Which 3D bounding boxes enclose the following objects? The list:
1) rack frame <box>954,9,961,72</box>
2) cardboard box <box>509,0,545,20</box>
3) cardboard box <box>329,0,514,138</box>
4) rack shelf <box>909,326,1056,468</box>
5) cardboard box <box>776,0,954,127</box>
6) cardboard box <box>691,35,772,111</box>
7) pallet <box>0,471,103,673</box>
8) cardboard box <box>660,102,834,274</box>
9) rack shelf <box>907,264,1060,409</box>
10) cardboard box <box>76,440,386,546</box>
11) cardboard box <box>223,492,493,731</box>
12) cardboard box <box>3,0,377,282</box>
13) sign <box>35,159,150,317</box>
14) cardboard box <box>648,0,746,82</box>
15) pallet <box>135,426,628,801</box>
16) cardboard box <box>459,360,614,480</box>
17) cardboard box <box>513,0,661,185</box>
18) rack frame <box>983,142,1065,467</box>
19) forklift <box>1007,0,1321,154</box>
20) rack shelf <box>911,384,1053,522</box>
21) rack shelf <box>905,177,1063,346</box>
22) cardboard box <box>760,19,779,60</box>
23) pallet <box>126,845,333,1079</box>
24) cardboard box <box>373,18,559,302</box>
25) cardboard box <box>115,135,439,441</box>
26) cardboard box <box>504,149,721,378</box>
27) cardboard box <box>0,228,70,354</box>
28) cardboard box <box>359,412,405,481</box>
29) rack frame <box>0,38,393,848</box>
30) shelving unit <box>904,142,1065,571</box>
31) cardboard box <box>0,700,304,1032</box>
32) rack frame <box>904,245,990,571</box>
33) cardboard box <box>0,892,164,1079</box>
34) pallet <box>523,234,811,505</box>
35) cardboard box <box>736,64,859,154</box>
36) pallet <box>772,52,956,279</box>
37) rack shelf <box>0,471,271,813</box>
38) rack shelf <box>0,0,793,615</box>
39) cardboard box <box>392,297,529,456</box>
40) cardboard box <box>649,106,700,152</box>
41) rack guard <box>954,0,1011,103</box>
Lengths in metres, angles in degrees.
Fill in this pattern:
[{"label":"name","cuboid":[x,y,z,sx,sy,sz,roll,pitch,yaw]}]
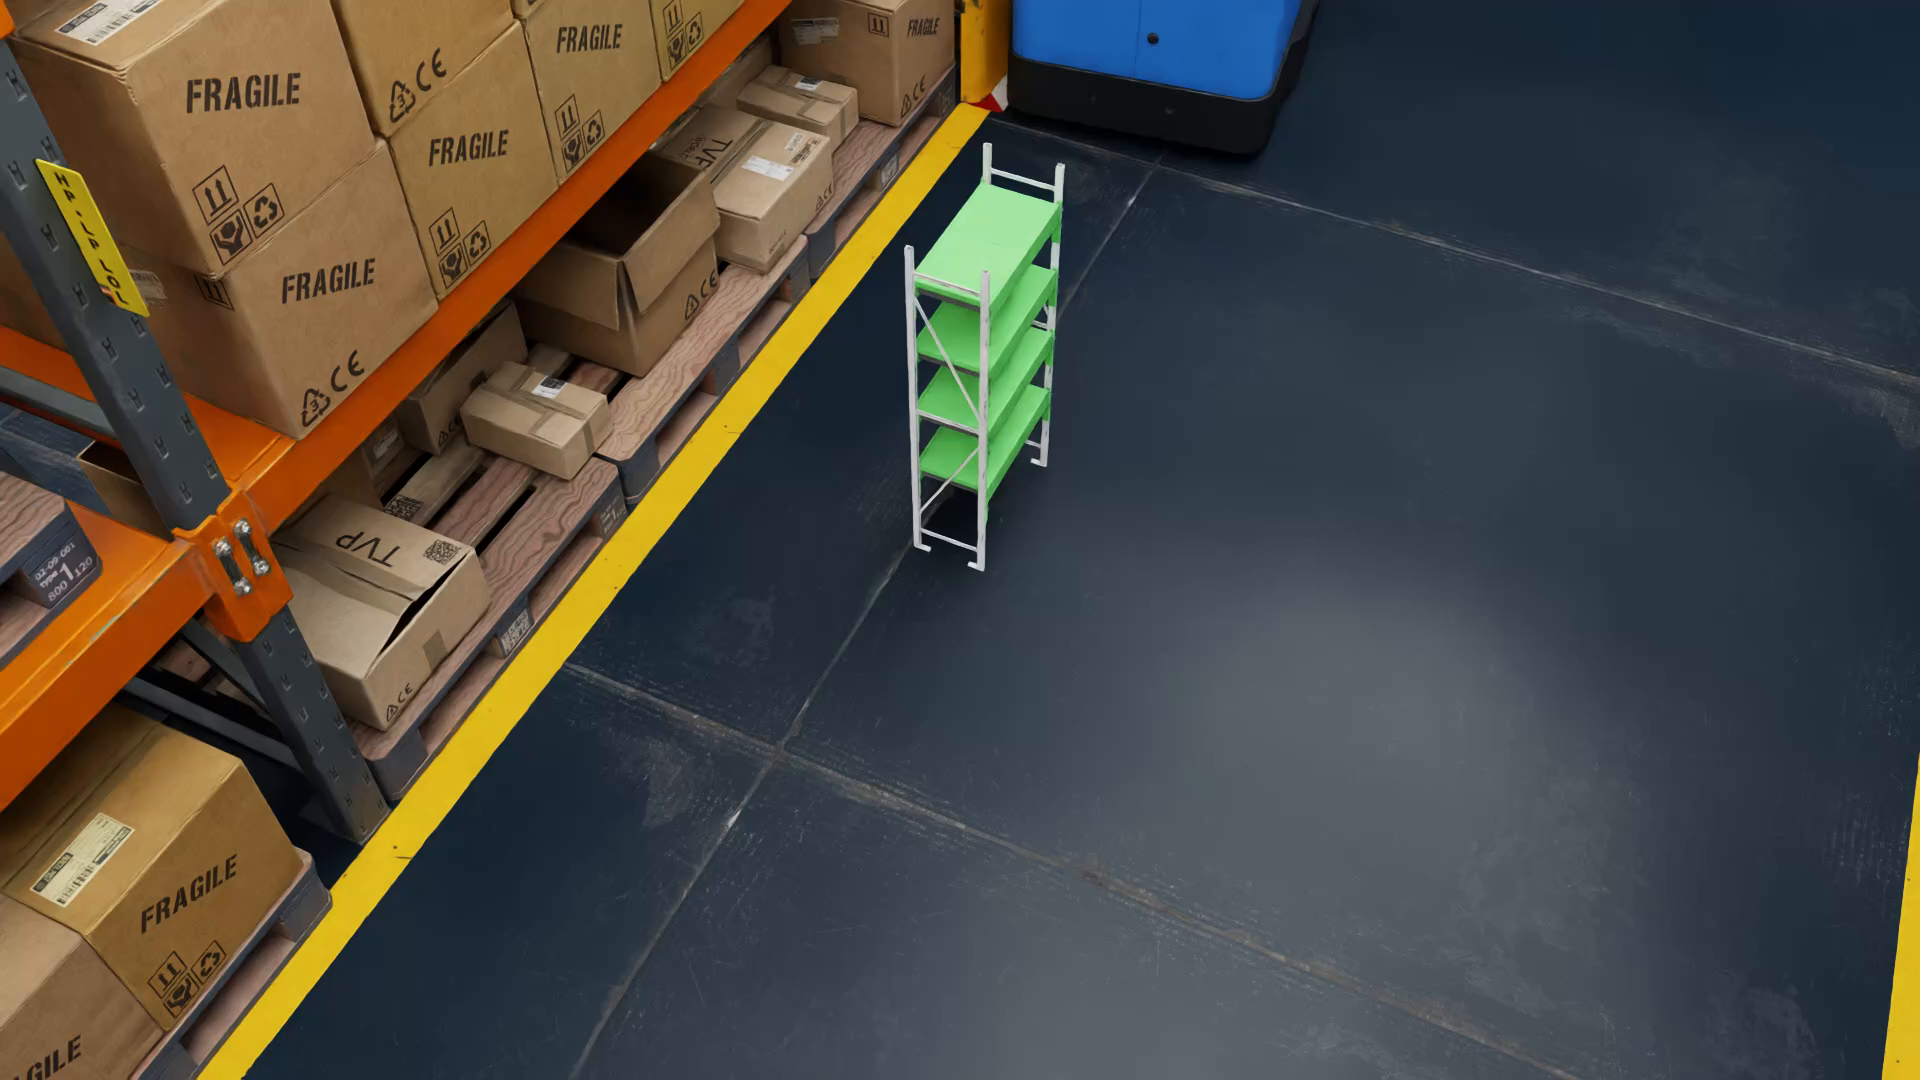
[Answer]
[{"label":"rack frame","cuboid":[-0.343,-3.093,5.912,1.000,3.000,0.127,20,52,16]},{"label":"cardboard box","cuboid":[-1.156,-1.637,3.951,0.500,0.500,0.500,18,52,15]},{"label":"cardboard box","cuboid":[-1.376,-1.283,3.650,0.500,0.500,0.500,18,52,15]},{"label":"rack shelf","cuboid":[0.071,-0.461,4.939,0.258,0.148,0.480,20,52,16]},{"label":"cardboard box","cuboid":[-0.352,-1.971,6.310,0.500,0.500,0.500,20,52,16]},{"label":"cardboard box","cuboid":[-1.045,-1.718,6.259,0.500,0.250,0.500,20,52,16]},{"label":"pallet","cuboid":[-2.492,0.239,3.203,1.003,0.211,1.213,20,52,16]},{"label":"cardboard box","cuboid":[-0.785,-1.245,5.857,0.500,0.250,0.500,20,52,16]},{"label":"rack shelf","cuboid":[0.071,-0.617,4.756,0.258,0.148,0.480,20,52,16]},{"label":"cardboard box","cuboid":[-2.065,-0.155,4.765,0.500,0.500,0.500,20,52,16]},{"label":"cardboard box","cuboid":[-1.677,0.172,4.611,0.500,0.311,0.500,20,52,16]},{"label":"cardboard box","cuboid":[-1.596,-0.928,3.348,0.500,0.500,0.500,21,53,17]},{"label":"sign","cuboid":[-1.548,-0.535,2.976,0.100,0.325,0.005,20,52,16]},{"label":"cardboard box","cuboid":[-0.940,-1.681,4.645,0.500,0.500,0.500,19,52,16]},{"label":"pallet","cuboid":[-1.757,0.093,5.033,1.003,0.211,1.213,20,52,16]},{"label":"cardboard box","cuboid":[-1.316,-0.380,5.175,0.380,0.166,0.250,20,52,16]},{"label":"cardboard box","cuboid":[-1.156,-1.330,4.347,0.500,0.500,0.500,20,52,16]},{"label":"rack frame","cuboid":[0.175,-0.671,5.033,0.240,1.200,0.015,20,52,16]},{"label":"forklift","cuboid":[1.127,-3.594,6.384,1.130,2.935,3.031,14,51,12]},{"label":"rack shelf","cuboid":[0.071,-0.306,5.121,0.258,0.148,0.480,20,52,16]},{"label":"rack shelf","cuboid":[0.071,-0.772,4.573,0.258,0.148,0.480,20,52,16]},{"label":"cardboard box","cuboid":[-0.939,-1.968,6.527,0.380,0.166,0.250,20,52,16]},{"label":"pallet","cuboid":[-2.365,1.138,4.143,1.003,0.211,1.213,20,52,16]},{"label":"cardboard box","cuboid":[-1.372,-0.987,4.054,0.500,0.500,0.500,21,53,17]},{"label":"cardboard box","cuboid":[-1.588,-0.633,3.753,0.500,0.500,0.500,21,53,17]},{"label":"cardboard box","cuboid":[-1.254,-0.967,5.454,0.797,0.503,0.637,20,52,16]},{"label":"cardboard box","cuboid":[-2.070,-0.798,3.894,0.500,0.500,0.500,21,53,17]},{"label":"cardboard box","cuboid":[-1.959,-0.319,5.135,0.380,0.149,0.250,20,52,16]},{"label":"rack frame","cuboid":[-2.052,-0.338,3.568,1.000,3.000,0.127,20,52,16]},{"label":"shelving unit","cuboid":[0.071,-0.503,4.890,0.258,1.200,0.503,20,52,16]},{"label":"cardboard box","cuboid":[-2.003,0.762,3.984,0.500,0.500,0.500,20,52,16]},{"label":"rack frame","cuboid":[-0.034,-0.335,4.747,0.240,1.200,0.015,20,52,16]},{"label":"cardboard box","cuboid":[-2.222,1.100,3.697,0.500,0.500,0.500,20,52,16]},{"label":"pallet","cuboid":[-1.238,-0.750,5.750,1.003,0.211,1.213,20,52,16]},{"label":"cardboard box","cuboid":[-0.607,-1.613,6.224,0.380,0.166,0.250,20,52,16]},{"label":"pallet","cuboid":[-0.715,-1.587,6.462,1.003,0.211,1.213,20,52,16]},{"label":"rack shelf","cuboid":[-2.906,1.272,2.670,1.077,0.370,4.000,20,52,16]},{"label":"rack shelf","cuboid":[-1.197,-1.482,5.014,1.077,0.370,4.000,20,52,16]},{"label":"cardboard box","cuboid":[-1.744,-0.611,5.277,0.500,0.311,0.500,20,52,16]},{"label":"cardboard box","cuboid":[-1.259,-1.373,5.966,0.500,0.250,0.500,20,52,16]},{"label":"rack guard","cuboid":[-0.375,-2.230,6.820,1.175,0.500,0.348,20,52,16]}]
